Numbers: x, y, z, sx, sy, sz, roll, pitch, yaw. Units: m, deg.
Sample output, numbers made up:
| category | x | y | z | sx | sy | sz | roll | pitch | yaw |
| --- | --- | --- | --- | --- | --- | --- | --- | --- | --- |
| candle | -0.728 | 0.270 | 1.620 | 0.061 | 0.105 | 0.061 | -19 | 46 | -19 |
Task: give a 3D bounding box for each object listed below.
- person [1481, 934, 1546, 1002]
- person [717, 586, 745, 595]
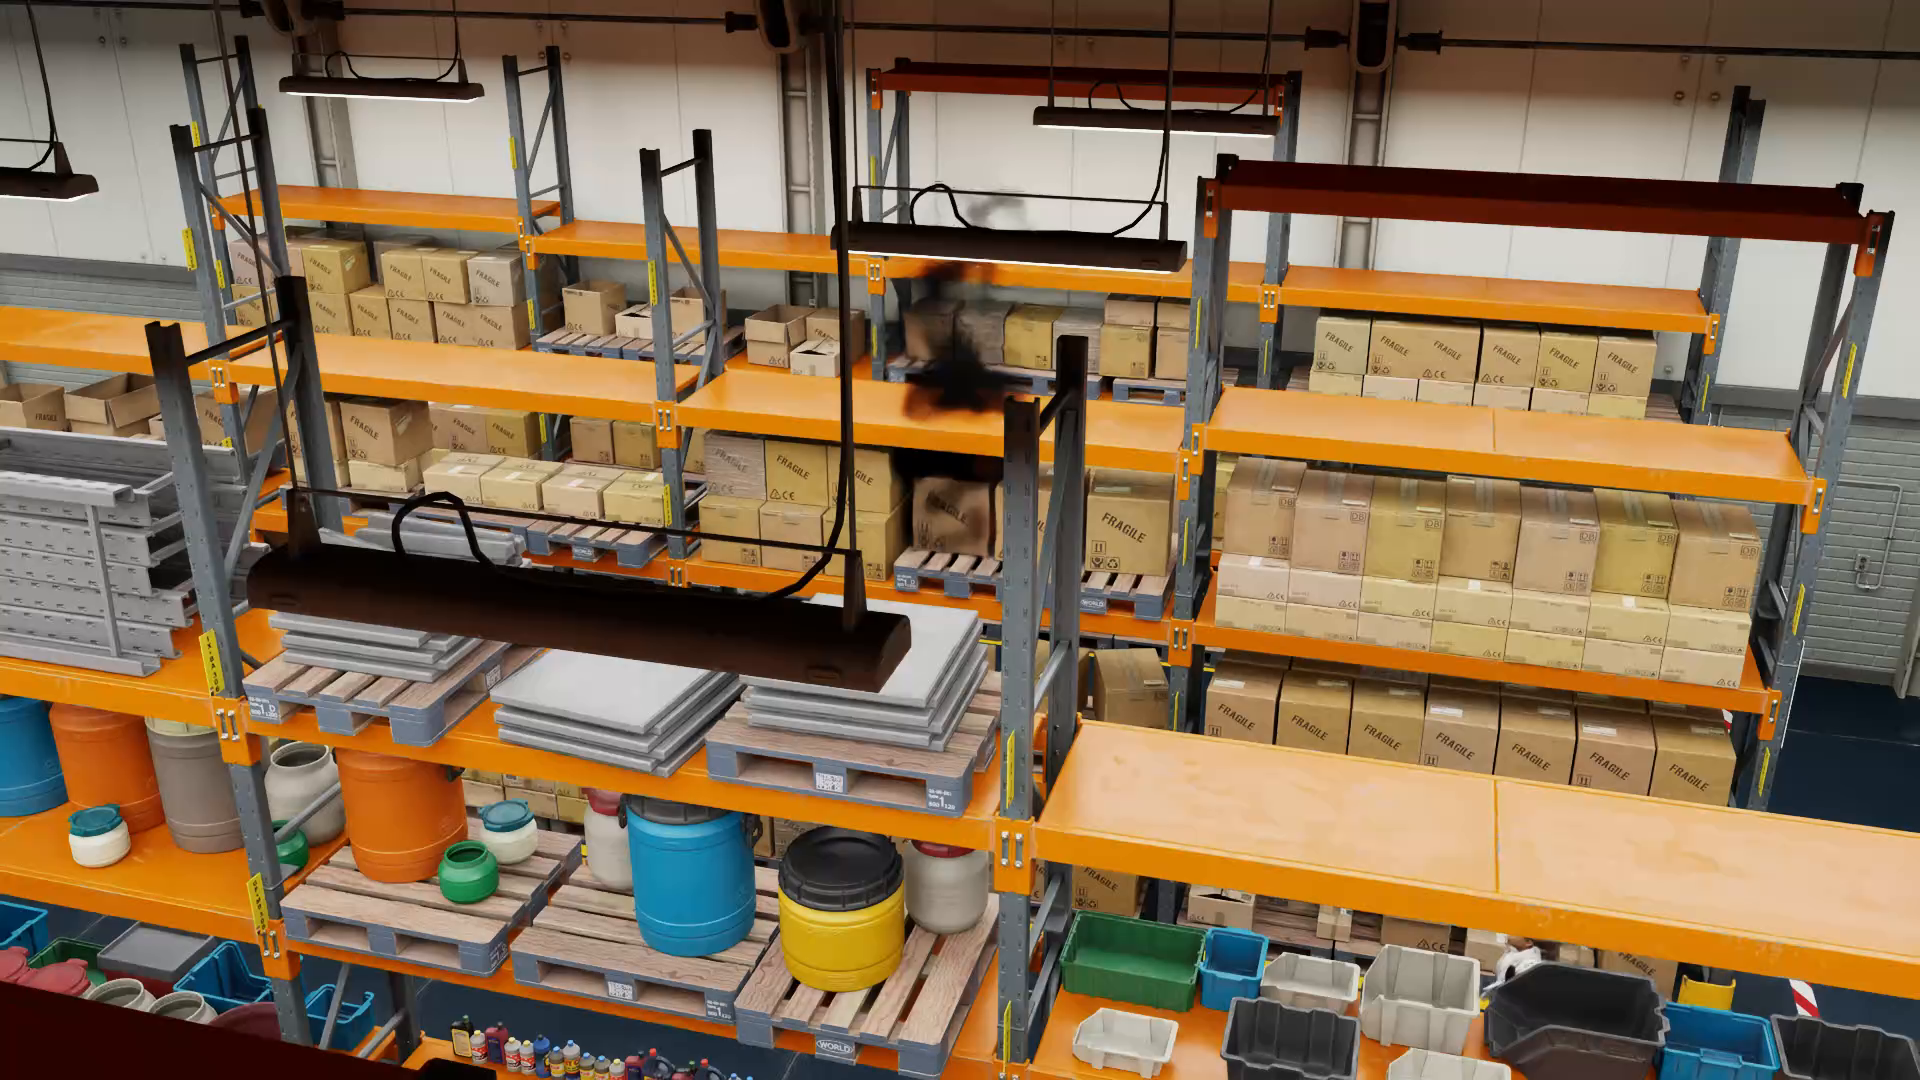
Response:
| category | x | y | z | sx | sy | sz | roll | pitch | yaw |
| --- | --- | --- | --- | --- | --- | --- | --- | --- | --- |
| person | 3.736 | 3.170 | 10.998 | 0.581 | 1.673 | 0.631 | 4 | 23 | 10 |
| person | -2.094 | 1.136 | 15.794 | 0.633 | 1.731 | 0.663 | 4 | 23 | 10 |
